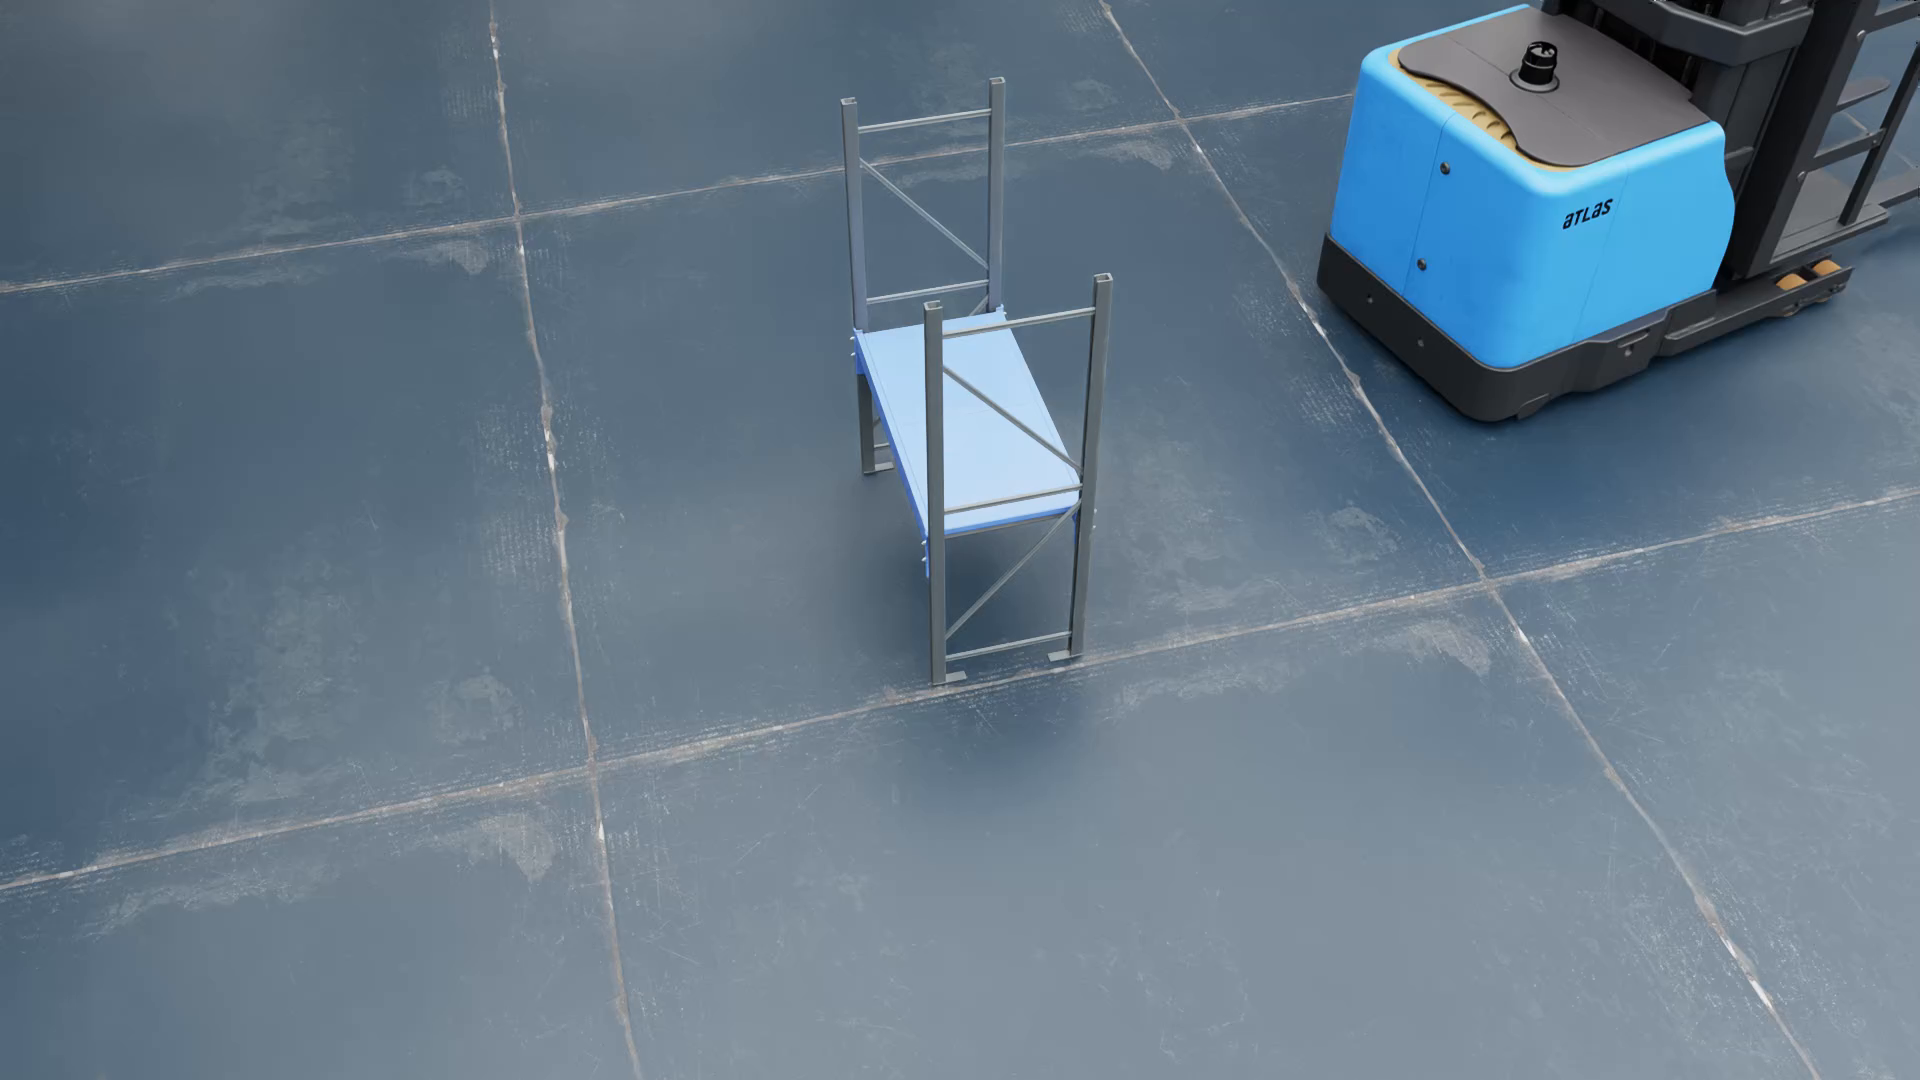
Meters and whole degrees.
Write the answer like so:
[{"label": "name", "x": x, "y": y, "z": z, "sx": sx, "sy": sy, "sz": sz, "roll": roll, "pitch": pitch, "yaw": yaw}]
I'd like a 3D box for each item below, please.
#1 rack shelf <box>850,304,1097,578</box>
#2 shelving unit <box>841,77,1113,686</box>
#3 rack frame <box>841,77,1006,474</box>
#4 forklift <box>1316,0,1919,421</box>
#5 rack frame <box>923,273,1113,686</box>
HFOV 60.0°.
[{"label": "rack shelf", "x": 0.022, "y": -0.340, "z": 5.285, "sx": 0.538, "sy": 0.185, "sz": 1.000, "roll": -11, "pitch": 47, "yaw": -10}, {"label": "shelving unit", "x": 0.022, "y": -0.466, "z": 5.157, "sx": 0.538, "sy": 1.500, "sz": 1.048, "roll": -11, "pitch": 47, "yaw": -10}, {"label": "rack frame", "x": -0.108, "y": -0.817, "z": 5.501, "sx": 0.500, "sy": 1.500, "sz": 0.032, "roll": -11, "pitch": 47, "yaw": -10}, {"label": "forklift", "x": 2.972, "y": -2.226, "z": 5.879, "sx": 3.031, "sy": 2.935, "sz": 1.130, "roll": -21, "pitch": 49, "yaw": -20}, {"label": "rack frame", "x": 0.152, "y": -0.115, "z": 4.813, "sx": 0.500, "sy": 1.500, "sz": 0.032, "roll": -11, "pitch": 47, "yaw": -10}]
